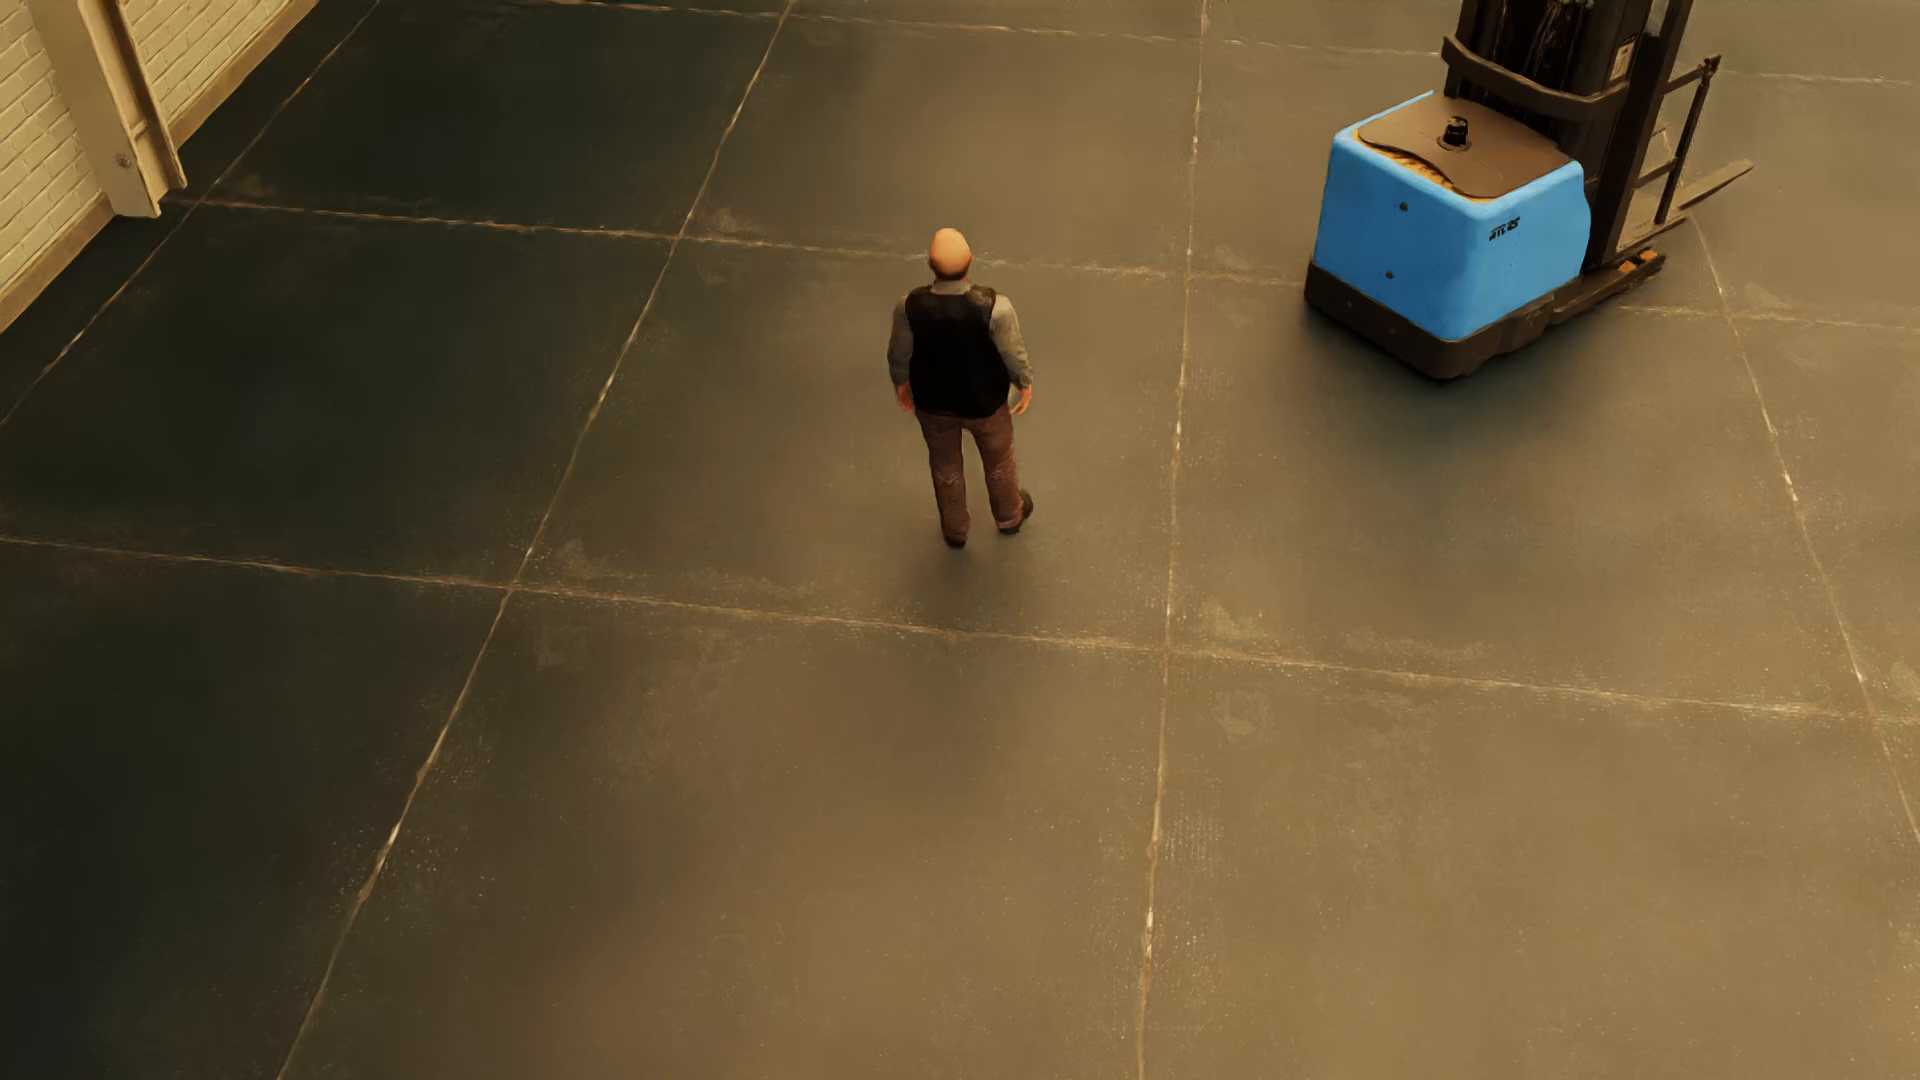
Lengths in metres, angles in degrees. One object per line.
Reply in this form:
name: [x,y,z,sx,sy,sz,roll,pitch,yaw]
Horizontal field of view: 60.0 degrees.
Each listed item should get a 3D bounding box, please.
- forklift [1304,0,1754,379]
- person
forklift: [3.394,-2.745,8.712,3.031,2.935,1.130,-28,49,-27]
person: [0.016,-0.680,7.349,0.632,1.720,0.567,5,43,6]
